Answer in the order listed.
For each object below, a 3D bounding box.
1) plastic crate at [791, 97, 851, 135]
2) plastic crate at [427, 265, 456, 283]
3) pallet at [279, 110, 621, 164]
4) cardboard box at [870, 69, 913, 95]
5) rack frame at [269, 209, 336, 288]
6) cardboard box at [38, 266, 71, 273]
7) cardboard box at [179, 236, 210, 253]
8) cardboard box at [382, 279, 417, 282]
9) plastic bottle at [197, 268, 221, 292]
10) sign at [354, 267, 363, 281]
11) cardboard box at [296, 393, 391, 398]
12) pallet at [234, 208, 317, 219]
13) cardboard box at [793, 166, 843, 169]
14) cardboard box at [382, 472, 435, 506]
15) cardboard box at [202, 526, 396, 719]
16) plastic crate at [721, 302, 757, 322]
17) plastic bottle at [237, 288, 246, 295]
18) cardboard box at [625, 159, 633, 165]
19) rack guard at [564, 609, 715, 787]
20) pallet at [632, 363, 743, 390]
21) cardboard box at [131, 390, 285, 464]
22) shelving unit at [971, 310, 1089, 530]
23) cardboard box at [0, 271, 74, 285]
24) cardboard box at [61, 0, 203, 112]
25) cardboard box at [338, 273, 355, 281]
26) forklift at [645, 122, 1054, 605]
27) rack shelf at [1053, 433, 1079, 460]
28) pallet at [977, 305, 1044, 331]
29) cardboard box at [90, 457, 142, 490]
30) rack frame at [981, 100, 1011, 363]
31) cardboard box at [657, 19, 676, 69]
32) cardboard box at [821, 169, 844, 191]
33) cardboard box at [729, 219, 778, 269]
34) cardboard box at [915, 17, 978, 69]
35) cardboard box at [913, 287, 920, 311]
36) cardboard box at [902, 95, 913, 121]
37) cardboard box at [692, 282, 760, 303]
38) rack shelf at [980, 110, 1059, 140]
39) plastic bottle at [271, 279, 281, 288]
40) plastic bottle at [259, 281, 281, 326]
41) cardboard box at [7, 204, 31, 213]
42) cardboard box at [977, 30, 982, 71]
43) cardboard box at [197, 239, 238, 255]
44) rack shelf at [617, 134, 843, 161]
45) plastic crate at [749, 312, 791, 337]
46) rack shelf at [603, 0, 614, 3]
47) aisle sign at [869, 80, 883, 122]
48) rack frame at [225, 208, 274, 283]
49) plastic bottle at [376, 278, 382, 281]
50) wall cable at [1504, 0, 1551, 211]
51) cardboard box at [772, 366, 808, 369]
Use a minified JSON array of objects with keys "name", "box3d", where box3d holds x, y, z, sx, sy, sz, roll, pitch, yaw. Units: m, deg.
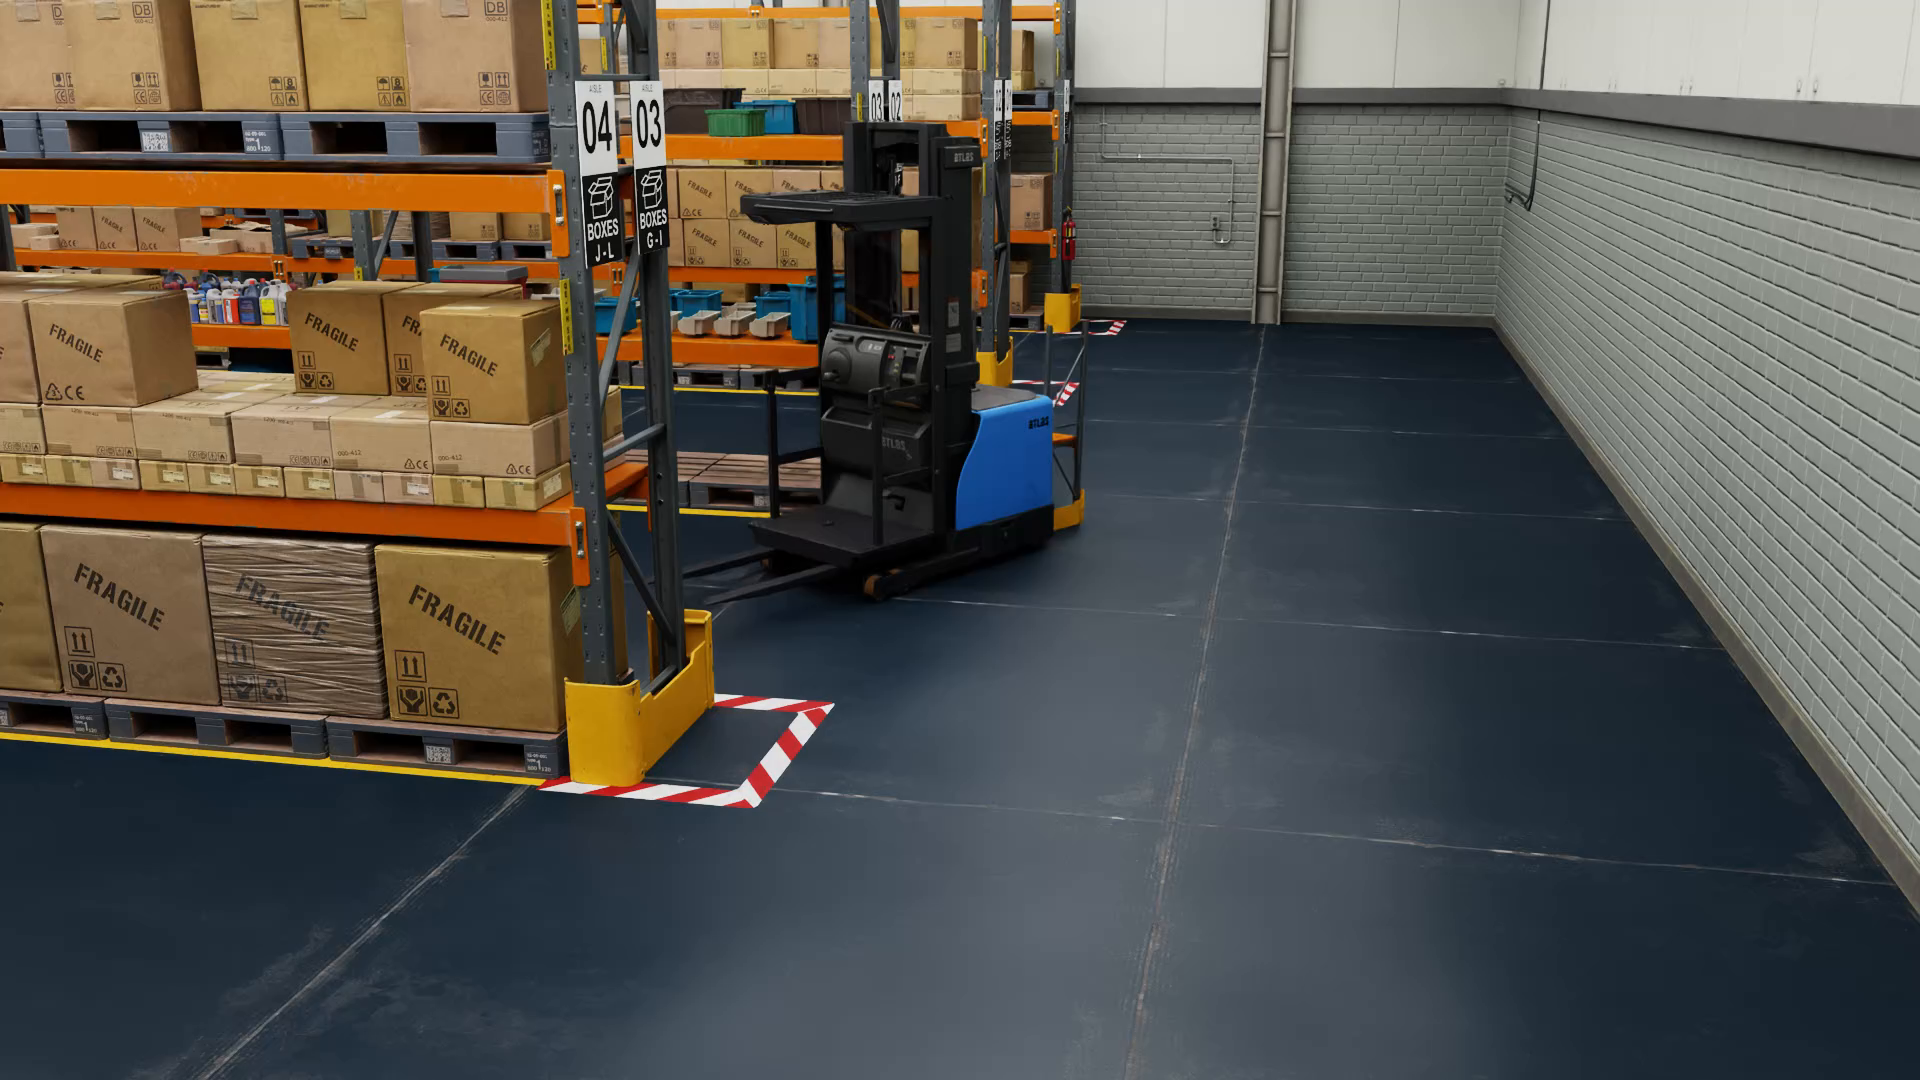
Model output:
[{"name":"plastic crate","box3d":[-0.936,-3.217,12.613,0.590,0.269,0.497,3,16,11]},{"name":"plastic crate","box3d":[-4.008,-2.040,13.654,0.575,0.384,0.392,3,16,11]},{"name":"pallet","box3d":[-2.330,-1.885,7.726,1.213,0.211,1.003,3,16,11]},{"name":"cardboard box","box3d":[-0.667,-4.638,16.843,0.500,0.250,0.500,3,16,11]},{"name":"rack frame","box3d":[-7.463,-3.462,18.873,0.127,3.000,1.000,3,16,11]},{"name":"cardboard box","box3d":[-13.659,-4.040,25.170,0.500,0.311,0.500,1,16,5]},{"name":"cardboard box","box3d":[-8.724,-3.395,19.098,0.250,0.149,0.380,4,16,15]},{"name":"cardboard box","box3d":[-6.443,-2.841,19.083,0.500,0.250,0.500,4,16,13]},{"name":"plastic bottle","box3d":[-6.392,-2.136,14.177,0.185,0.351,0.144,3,16,11]},{"name":"sign","box3d":[-4.645,-1.944,12.871,0.005,0.325,0.100,3,16,11]},{"name":"cardboard box","box3d":[-3.020,-0.666,8.503,0.500,0.250,0.500,3,16,9]},{"name":"pallet","box3d":[-9.679,-4.800,24.061,1.213,0.211,1.003,3,16,11]},{"name":"cardboard box","box3d":[-1.506,-3.740,17.815,0.500,0.500,0.500,3,16,11]},{"name":"cardboard box","box3d":[-2.517,-0.284,7.871,0.250,0.149,0.380,3,16,11]},{"name":"cardboard box","box3d":[-3.136,0.314,8.432,0.875,0.875,0.875,3,16,11]},{"name":"plastic crate","box3d":[-1.753,-1.817,13.315,0.298,0.136,0.250,3,16,11]},{"name":"plastic bottle","box3d":[-5.830,-1.908,13.503,0.097,0.271,0.097,0,15,0]},{"name":"cardboard box","box3d":[-4.567,-5.150,22.778,0.500,0.250,0.500,3,16,10]},{"name":"rack guard","box3d":[-1.577,0.760,8.311,0.348,0.500,1.175,3,16,11]},{"name":"pallet","box3d":[-2.870,-1.869,18.344,1.213,0.211,1.003,3,16,11]},{"name":"cardboard box","box3d":[-3.636,-0.554,8.096,0.500,0.250,0.500,3,16,11]},{"name":"shelving unit","box3d":[0.353,-0.904,12.387,1.083,1.500,0.587,12,16,36]},{"name":"cardboard box","box3d":[-5.017,-1.136,8.794,0.500,0.500,0.500,4,16,13]},{"name":"cardboard box","box3d":[-3.732,-2.282,7.831,0.500,0.500,0.700,4,16,14]},{"name":"cardboard box","box3d":[-8.666,-3.892,24.281,0.500,0.500,0.700,3,16,12]},{"name":"forklift","box3d":[-0.702,-1.178,10.753,1.130,2.935,3.031,14,21,41]},{"name":"rack shelf","box3d":[0.339,-0.731,12.432,1.000,0.185,0.538,12,16,36]},{"name":"pallet","box3d":[0.561,-3.011,22.467,1.213,0.211,1.003,3,16,11]},{"name":"cardboard box","box3d":[-4.027,-0.366,8.164,0.250,0.149,0.380,3,16,12]},{"name":"rack frame","box3d":[0.377,-3.037,17.336,0.127,3.000,1.000,3,16,11]},{"name":"cardboard box","box3d":[-3.059,-5.209,17.500,0.500,0.500,0.700,3,16,11]},{"name":"cardboard box","box3d":[-1.118,-3.572,17.207,0.500,0.500,0.500,4,16,13]},{"name":"cardboard box","box3d":[-2.106,-3.146,17.543,0.500,0.500,0.500,3,16,11]},{"name":"cardboard box","box3d":[-0.130,-5.036,16.872,0.500,0.500,0.700,3,16,11]},{"name":"cardboard box","box3d":[-0.329,-3.395,22.525,0.500,0.500,0.700,3,16,9]},{"name":"cardboard box","box3d":[-0.667,-4.398,16.912,0.500,0.250,0.500,3,16,11]},{"name":"cardboard box","box3d":[-3.222,-3.713,23.016,0.750,0.750,0.750,3,16,12]},{"name":"rack shelf","box3d":[-0.599,-5.538,22.095,4.000,0.370,1.077,3,16,11]},{"name":"plastic bottle","box3d":[-5.819,-2.068,14.071,0.135,0.276,0.152,3,16,11]},{"name":"plastic bottle","box3d":[-5.500,-1.894,13.302,0.185,0.351,0.144,3,16,11]},{"name":"cardboard box","box3d":[-13.904,-5.012,24.712,0.500,0.250,0.500,3,16,9]},{"name":"cardboard box","box3d":[0.101,-6.315,21.455,0.500,0.500,0.500,4,16,13]},{"name":"cardboard box","box3d":[-8.399,-3.317,18.818,0.250,0.149,0.380,3,16,11]},{"name":"rack shelf","box3d":[-2.574,-2.947,12.739,4.000,0.370,1.077,3,16,11]},{"name":"plastic crate","box3d":[-1.449,-1.639,12.672,0.243,0.136,0.396,3,16,11]},{"name":"rack shelf","box3d":[-1.583,-5.686,17.016,4.000,0.370,1.077,3,16,11]},{"name":"aisle sign","box3d":[-0.602,-2.914,12.022,0.004,0.787,0.394,3,16,11]},{"name":"rack frame","box3d":[-10.399,-4.971,24.320,0.127,3.000,1.000,3,16,11]},{"name":"plastic bottle","box3d":[-4.854,-2.036,13.816,0.185,0.351,0.144,3,16,11]},{"name":"wall cable","box3d":[6.832,-5.333,20.205,0.112,2.526,3.097,3,16,11]},{"name":"cardboard box","box3d":[-1.701,-2.160,18.023,0.637,0.503,0.797,3,16,11]}]
